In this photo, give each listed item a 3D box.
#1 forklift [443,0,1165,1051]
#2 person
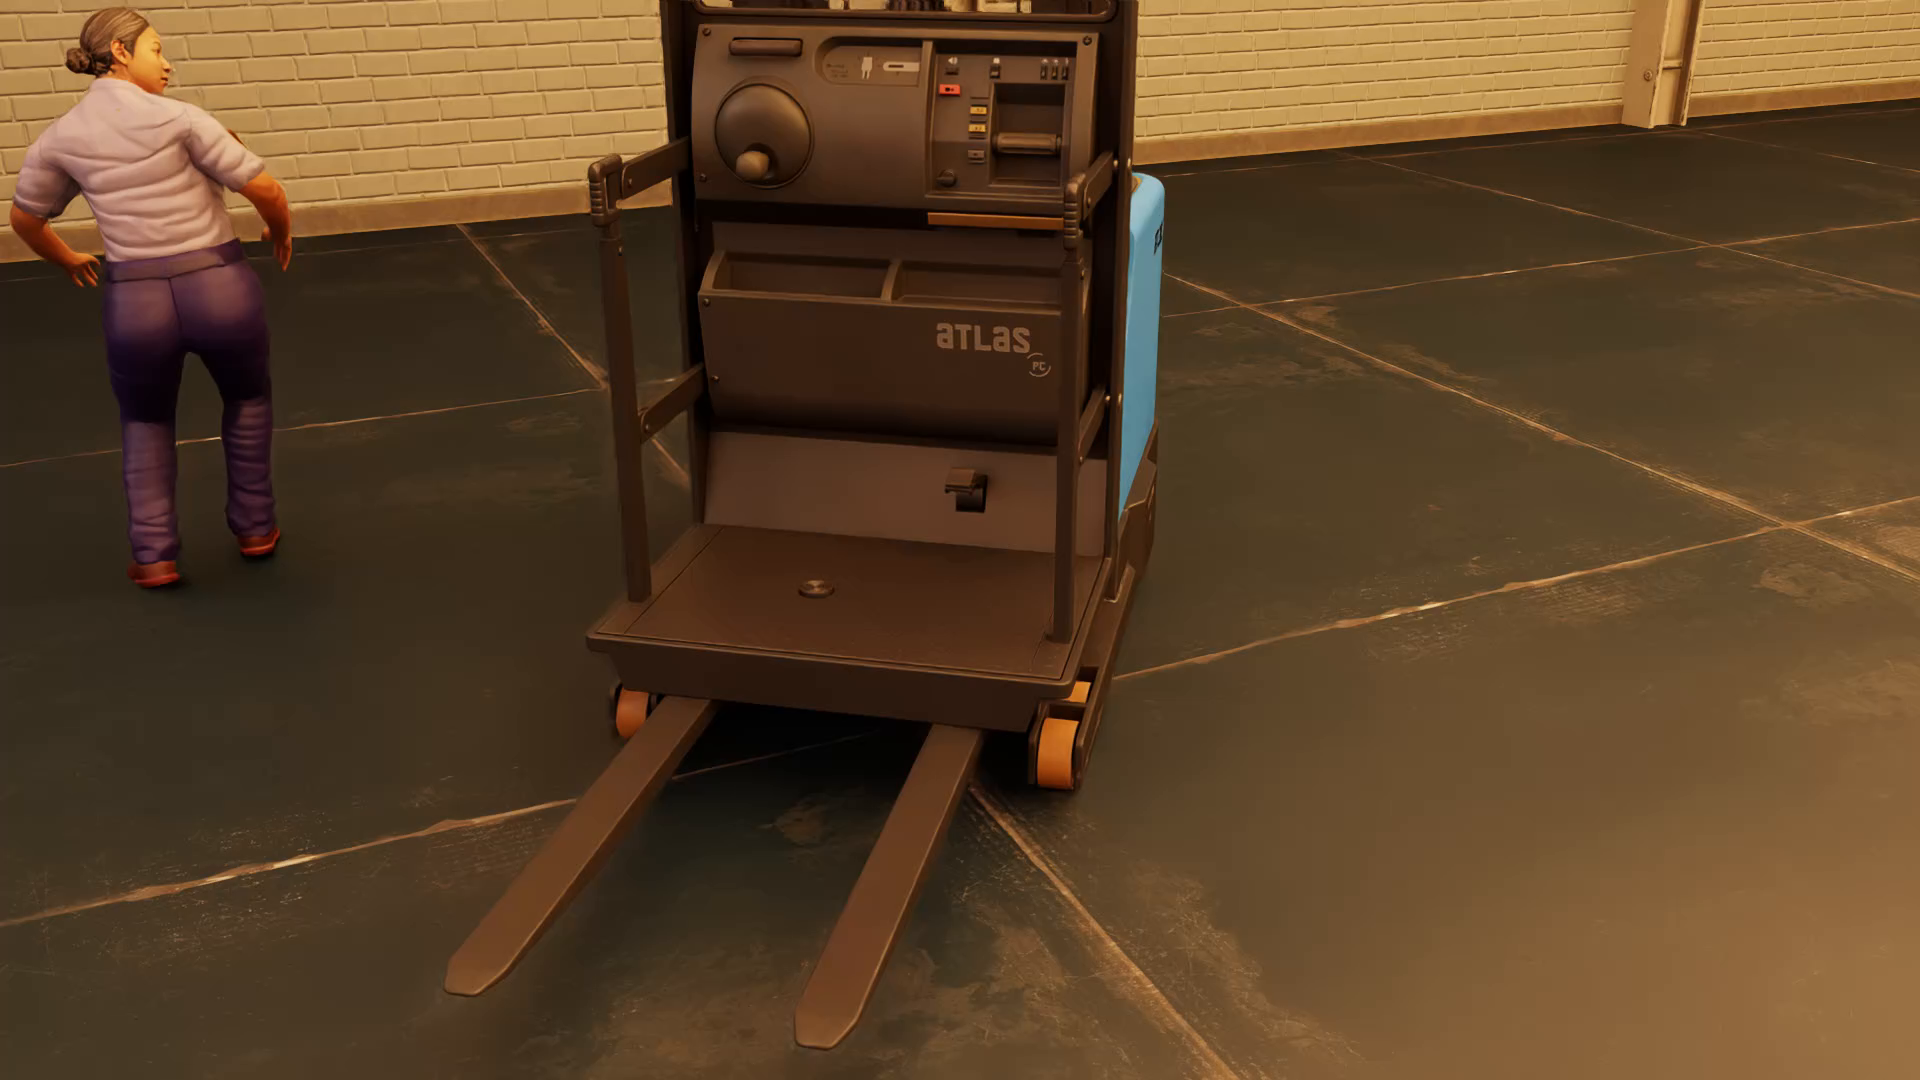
[{"bbox_3d":[-0.200,-0.945,3.561,1.130,2.935,3.031,5,23,11],"label":"forklift"},{"bbox_3d":[-2.225,-0.661,4.691,0.719,1.609,0.603,-6,23,-14],"label":"person"}]
